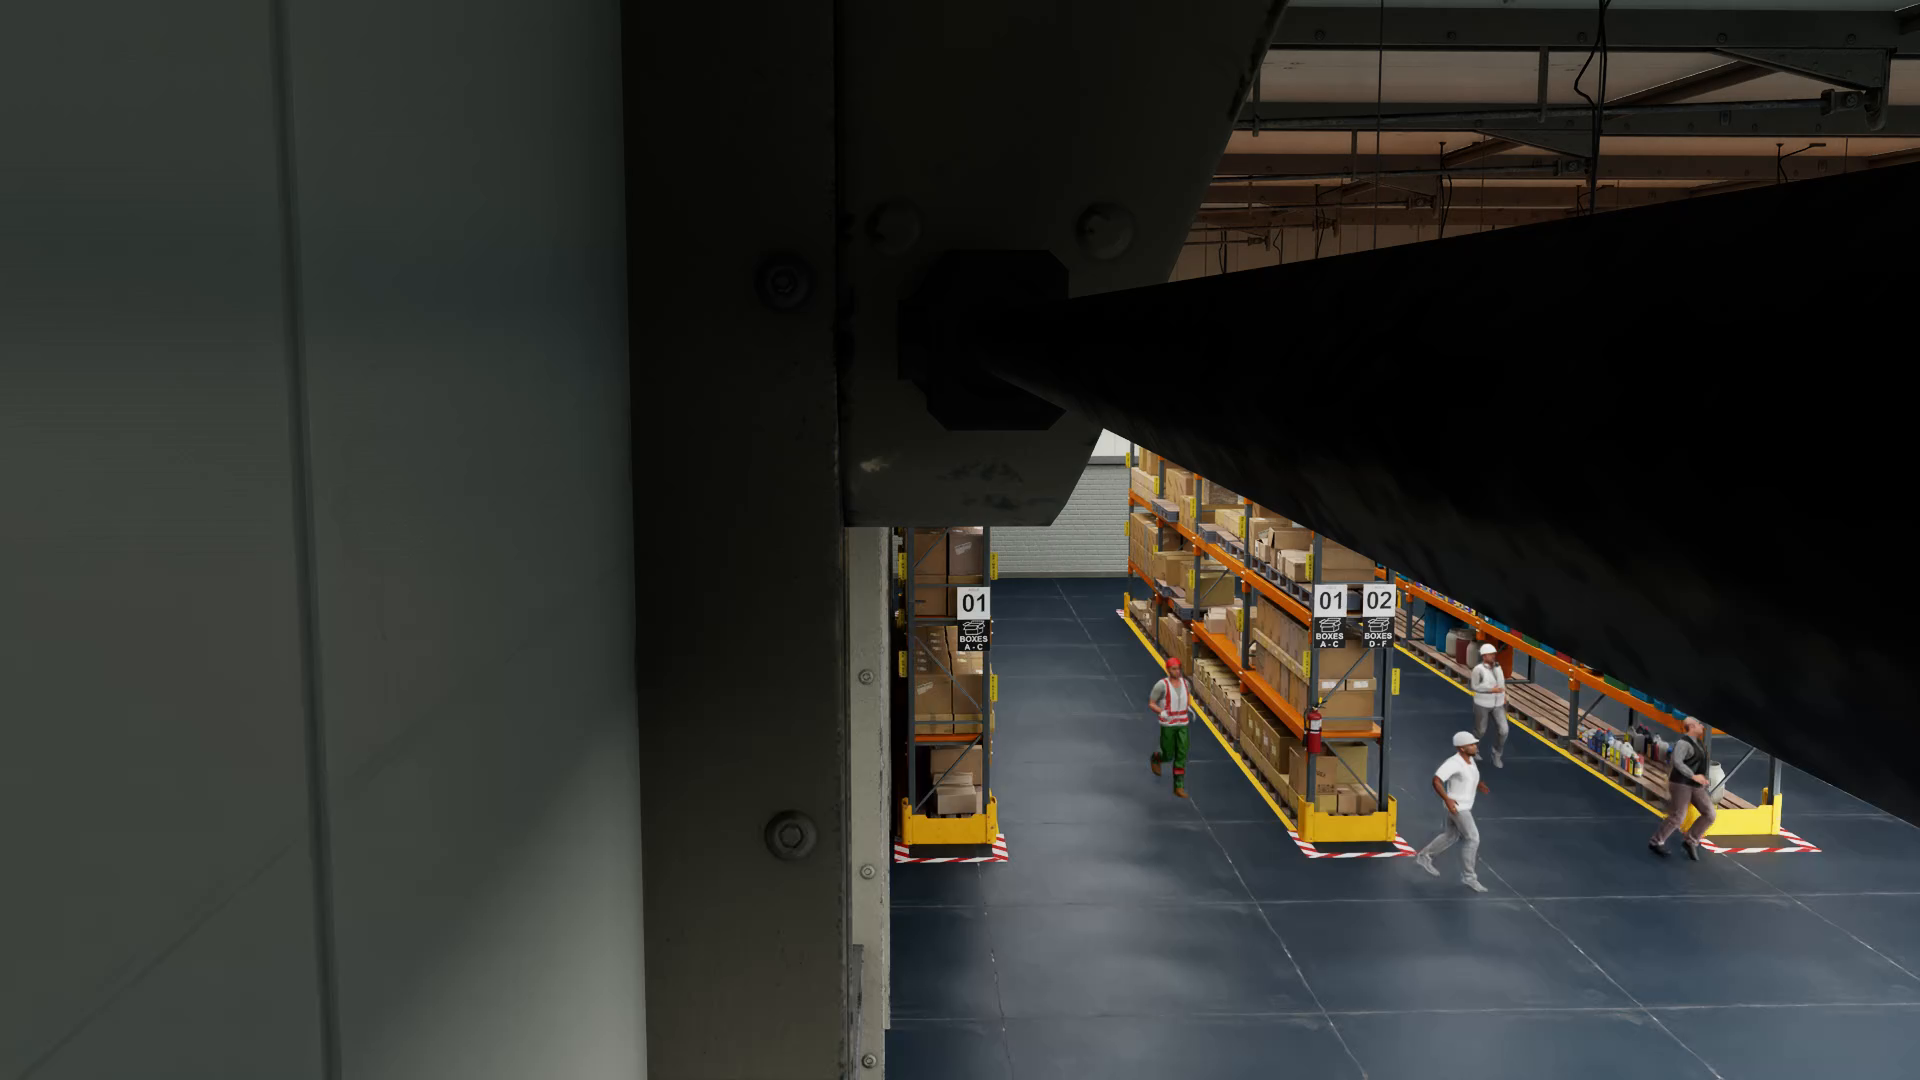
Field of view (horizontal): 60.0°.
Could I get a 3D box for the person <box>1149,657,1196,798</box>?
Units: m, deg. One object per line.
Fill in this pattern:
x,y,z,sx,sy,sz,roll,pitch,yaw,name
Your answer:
2.773,2.401,21.631,0.655,1.778,0.889,-3,8,-19,person

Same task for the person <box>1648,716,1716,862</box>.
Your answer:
8.731,2.962,19.922,0.716,1.721,0.671,-7,10,-42,person

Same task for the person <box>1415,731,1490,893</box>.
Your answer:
5.617,3.044,18.879,0.832,1.814,0.687,4,8,27,person

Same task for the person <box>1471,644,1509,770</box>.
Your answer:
7.626,2.394,23.957,0.622,1.811,0.732,-2,8,-13,person
